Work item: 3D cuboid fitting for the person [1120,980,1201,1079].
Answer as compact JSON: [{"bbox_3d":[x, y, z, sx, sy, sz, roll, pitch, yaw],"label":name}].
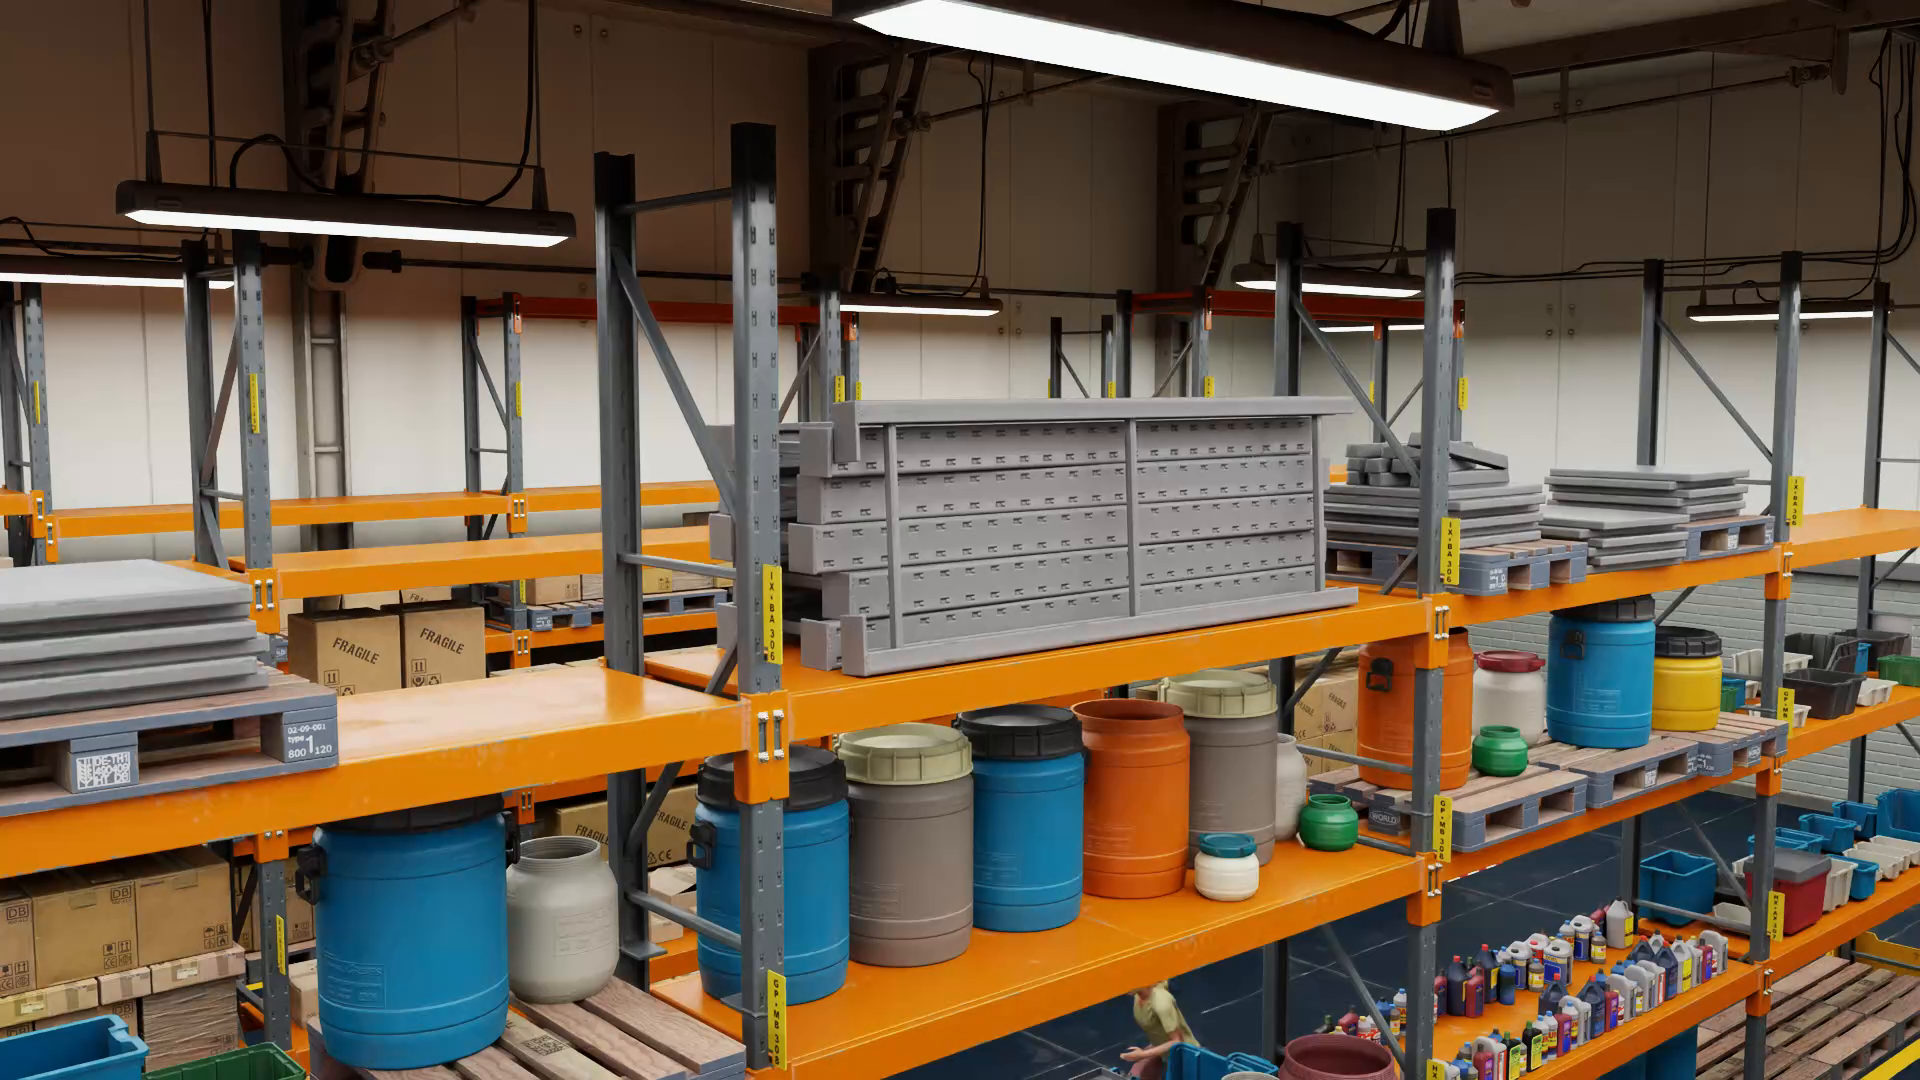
[{"bbox_3d":[1.444,3.370,10.859,1.014,1.513,0.585,-3,6,-30],"label":"person"}]
